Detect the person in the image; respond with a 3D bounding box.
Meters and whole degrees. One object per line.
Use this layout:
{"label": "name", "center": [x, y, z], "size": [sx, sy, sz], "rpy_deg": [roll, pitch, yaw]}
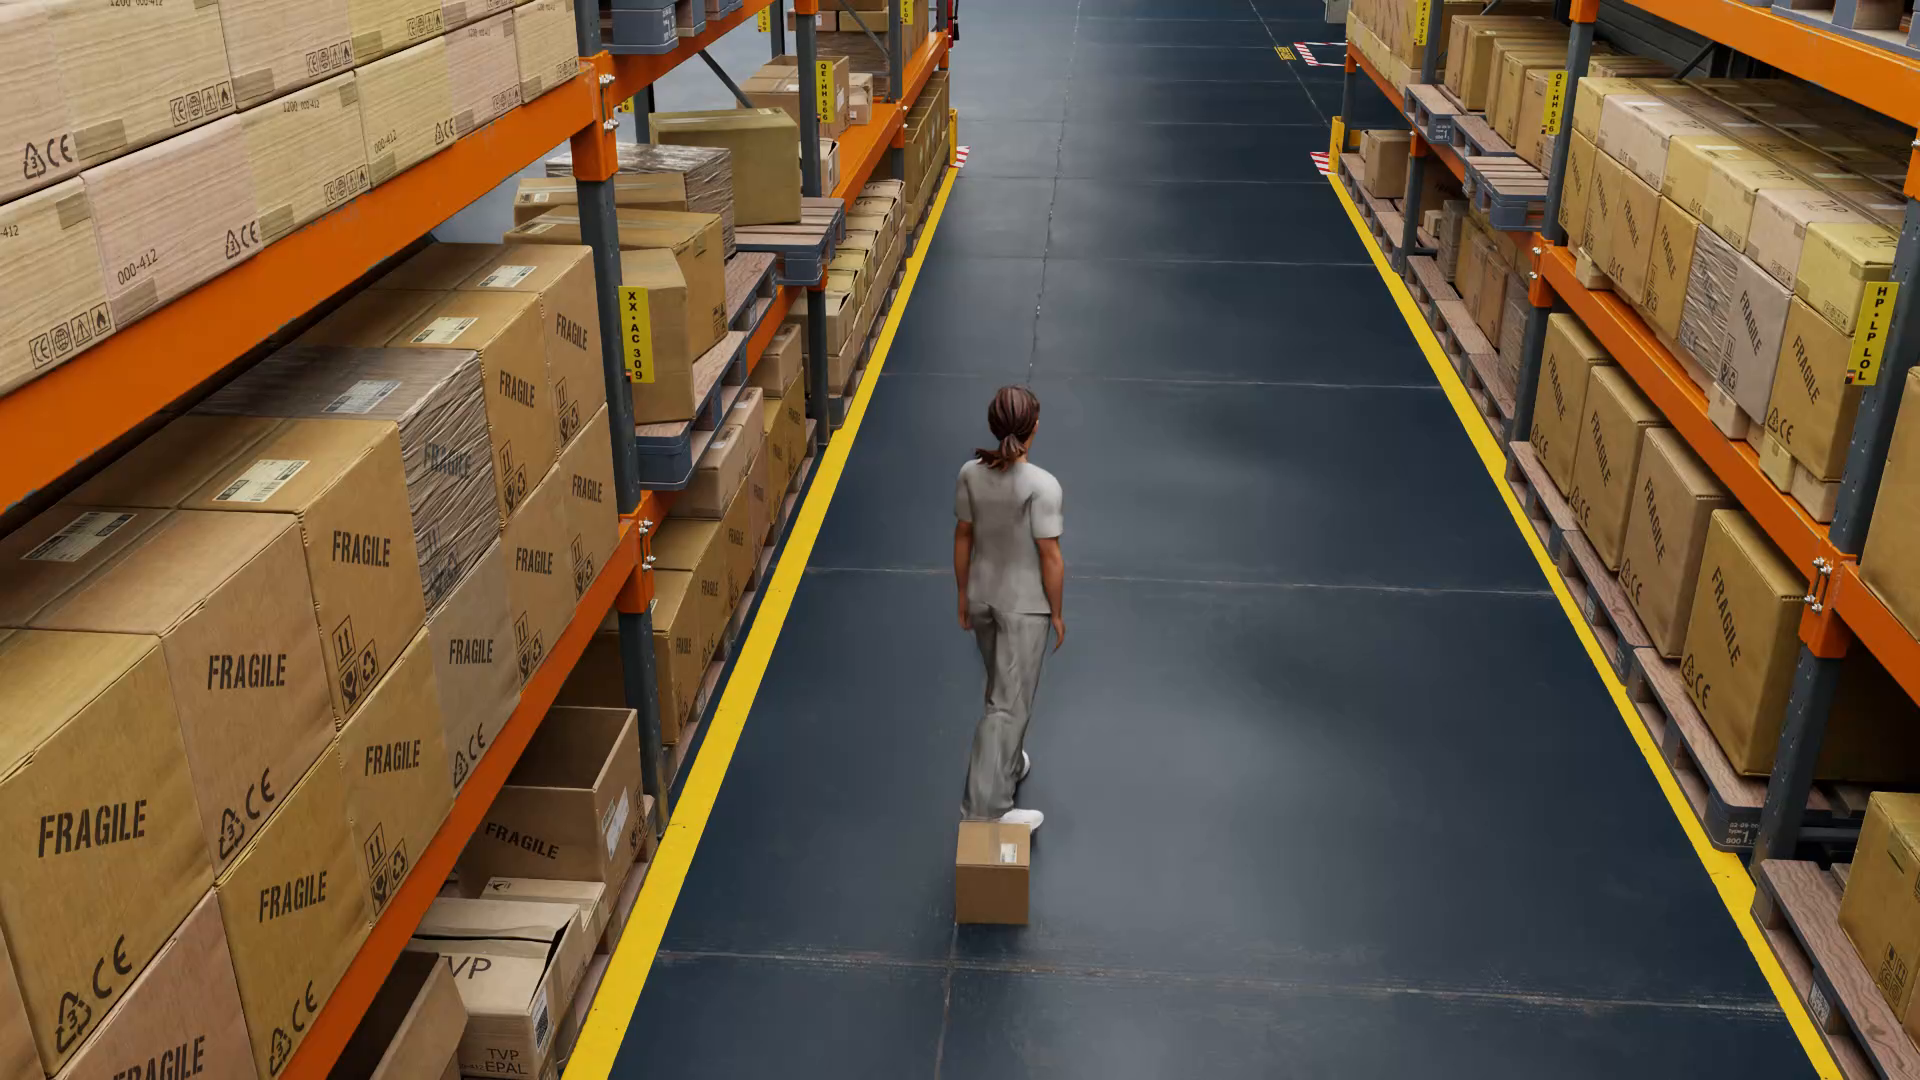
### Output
{"label": "person", "center": [0.168, 0.258, 6.052], "size": [0.484, 1.664, 0.568], "rpy_deg": [20, 31, 37]}
